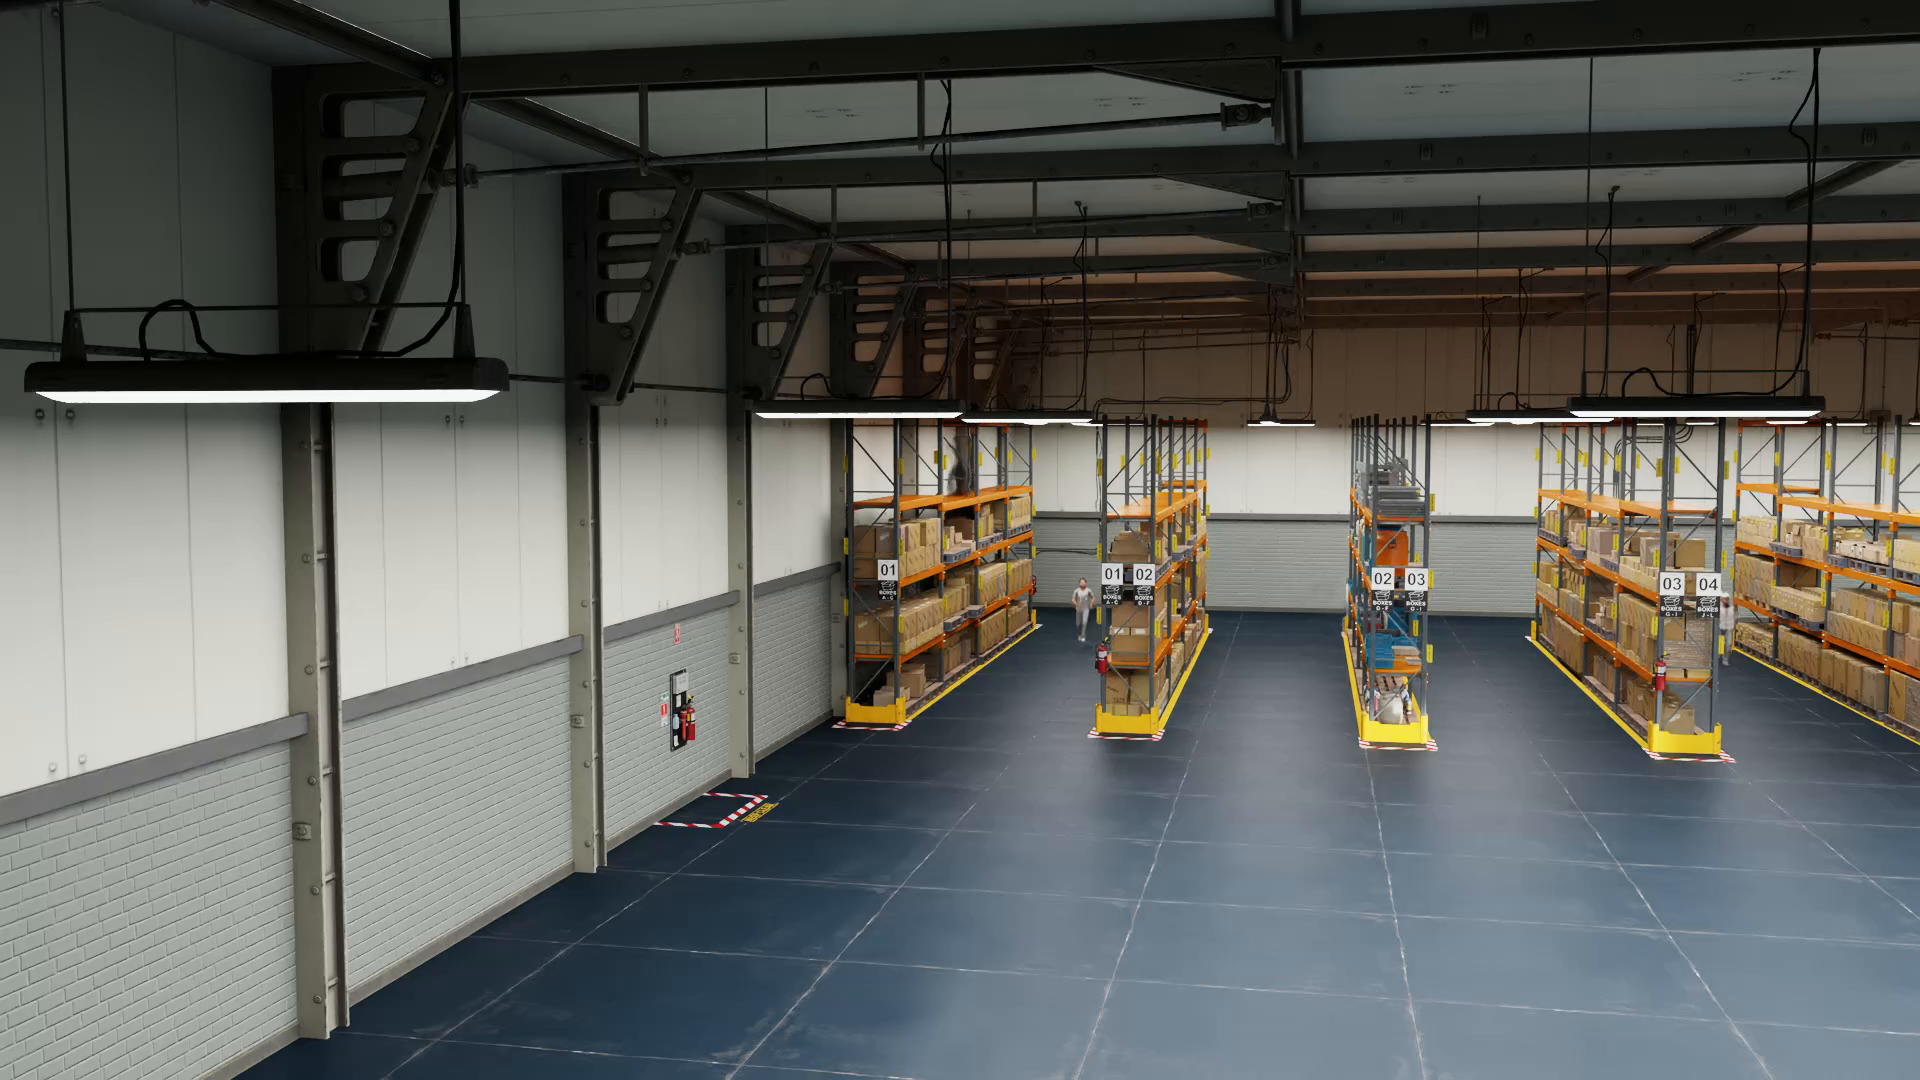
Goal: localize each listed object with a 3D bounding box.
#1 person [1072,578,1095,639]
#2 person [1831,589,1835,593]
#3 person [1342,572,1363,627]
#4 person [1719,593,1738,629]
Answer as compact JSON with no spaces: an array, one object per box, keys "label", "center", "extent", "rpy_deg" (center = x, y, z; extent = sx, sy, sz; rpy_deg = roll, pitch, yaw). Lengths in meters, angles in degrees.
[{"label":"person","center":[3.167,1.755,42.705],"extent":[0.574,1.545,0.607],"rpy_deg":[0,4,7]},{"label":"person","center":[22.450,2.040,42.945],"extent":[0.536,1.595,0.878],"rpy_deg":[-1,4,-11]},{"label":"person","center":[11.245,1.759,47.103],"extent":[0.796,1.761,0.466],"rpy_deg":[2,4,26]},{"label":"person","center":[18.656,1.724,40.506],"extent":[0.671,0.873,0.542],"rpy_deg":[1,4,10]}]
